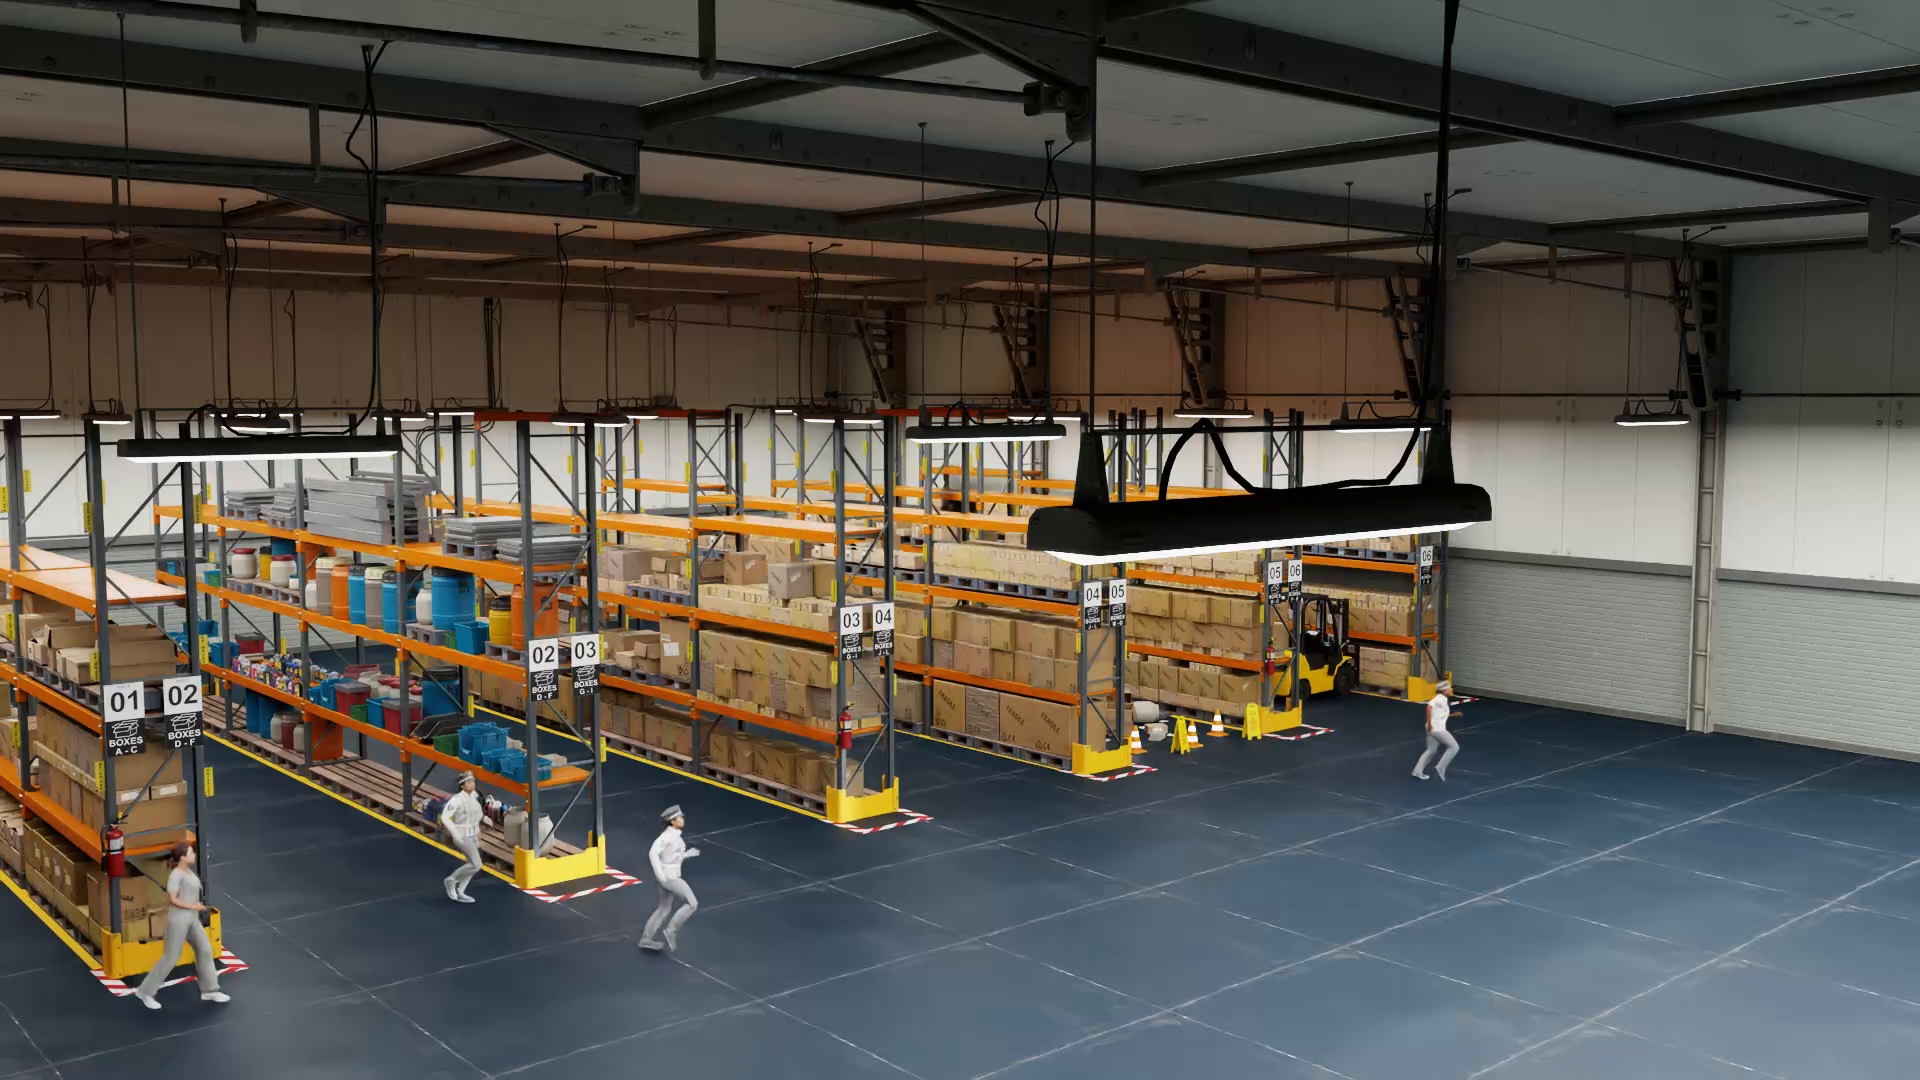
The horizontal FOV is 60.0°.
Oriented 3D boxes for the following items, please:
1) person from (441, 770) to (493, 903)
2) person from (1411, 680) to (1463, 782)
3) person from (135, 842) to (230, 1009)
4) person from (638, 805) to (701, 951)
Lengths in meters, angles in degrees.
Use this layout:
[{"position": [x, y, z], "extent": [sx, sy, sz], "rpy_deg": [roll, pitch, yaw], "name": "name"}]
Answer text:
[{"position": [-6.107, 3.685, 20.716], "extent": [0.556, 1.665, 0.602], "rpy_deg": [1, 5, 16], "name": "person"}, {"position": [7.791, 3.112, 27.094], "extent": [0.777, 1.677, 0.603], "rpy_deg": [1, 5, 9], "name": "person"}, {"position": [-8.031, 3.954, 17.259], "extent": [0.907, 1.649, 0.624], "rpy_deg": [-1, 5, -6], "name": "person"}, {"position": [-3.295, 3.836, 18.875], "extent": [0.705, 1.674, 0.599], "rpy_deg": [-1, 5, -12], "name": "person"}]
